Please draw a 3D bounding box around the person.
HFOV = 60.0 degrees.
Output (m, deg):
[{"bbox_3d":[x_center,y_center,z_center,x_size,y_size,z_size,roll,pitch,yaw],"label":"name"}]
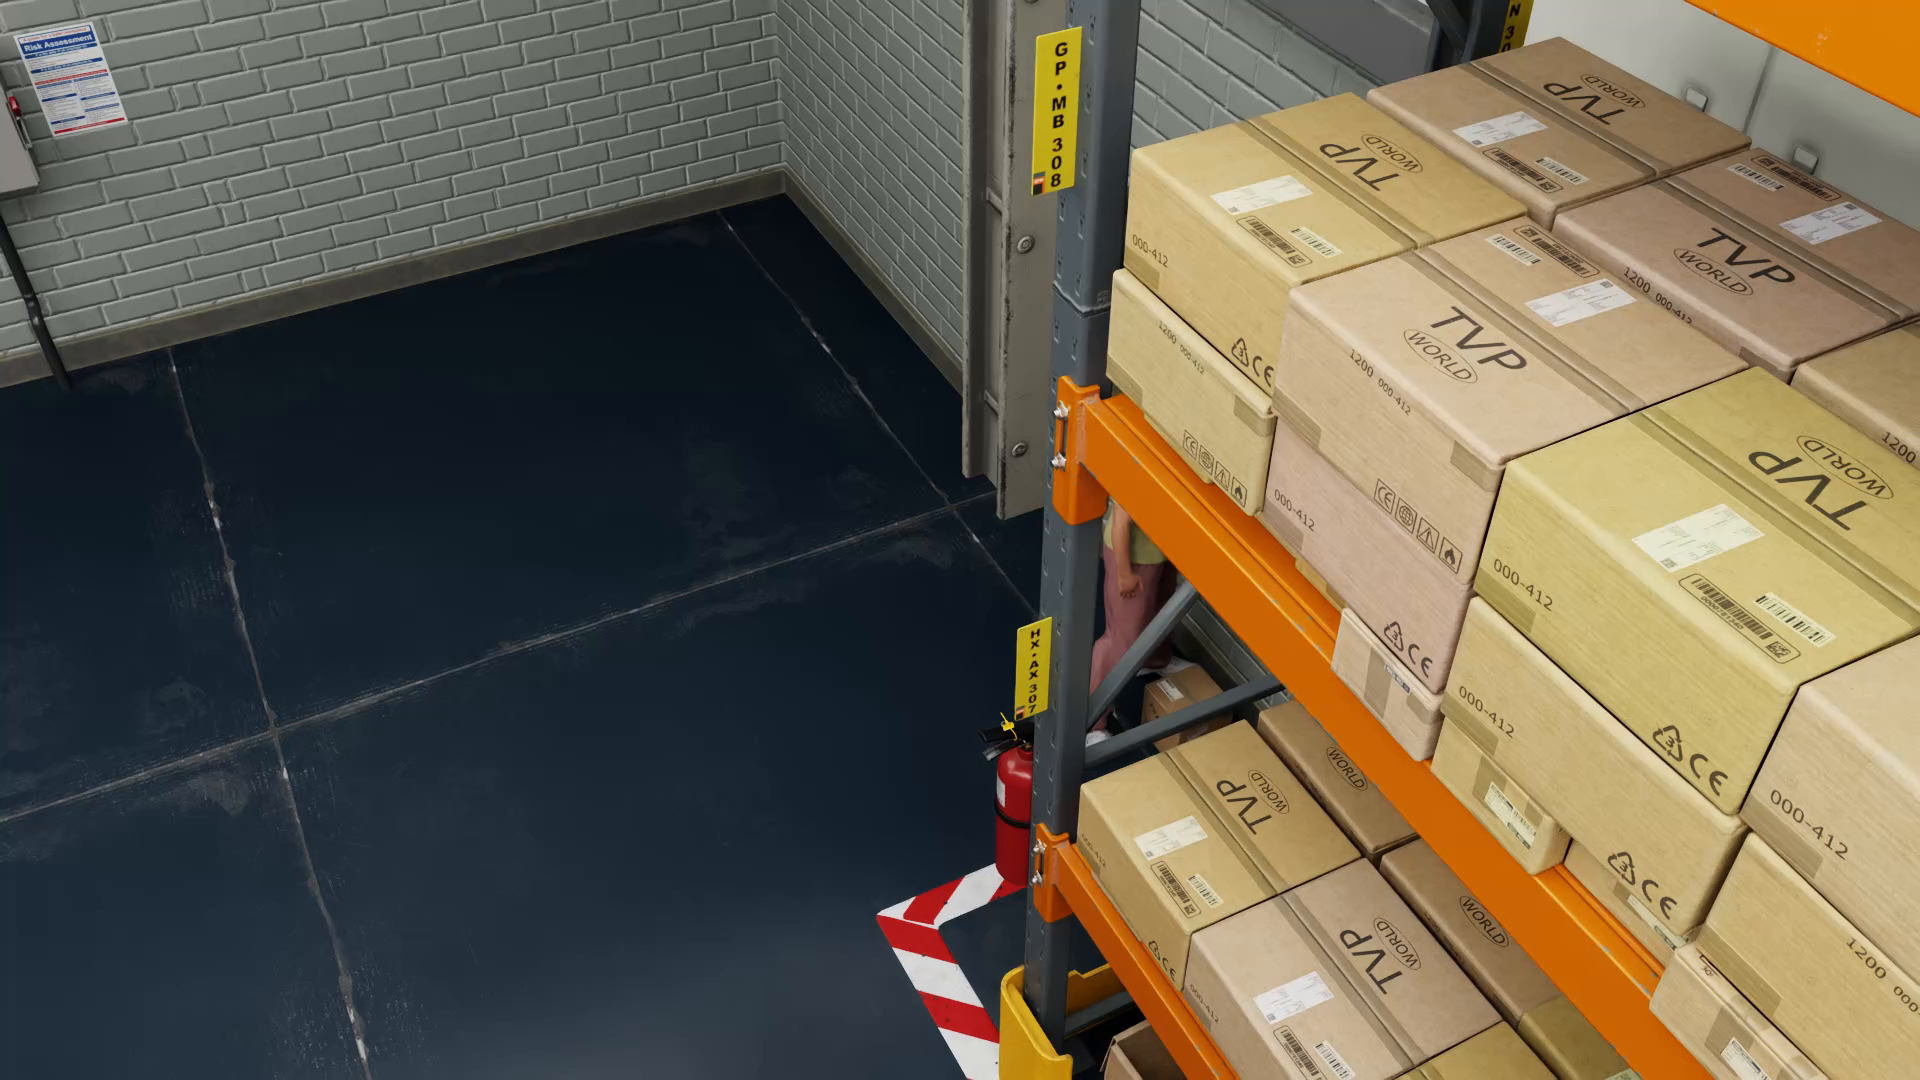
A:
[{"bbox_3d":[0.669,0.038,6.109,0.460,1.678,0.578,15,43,16],"label":"person"}]
